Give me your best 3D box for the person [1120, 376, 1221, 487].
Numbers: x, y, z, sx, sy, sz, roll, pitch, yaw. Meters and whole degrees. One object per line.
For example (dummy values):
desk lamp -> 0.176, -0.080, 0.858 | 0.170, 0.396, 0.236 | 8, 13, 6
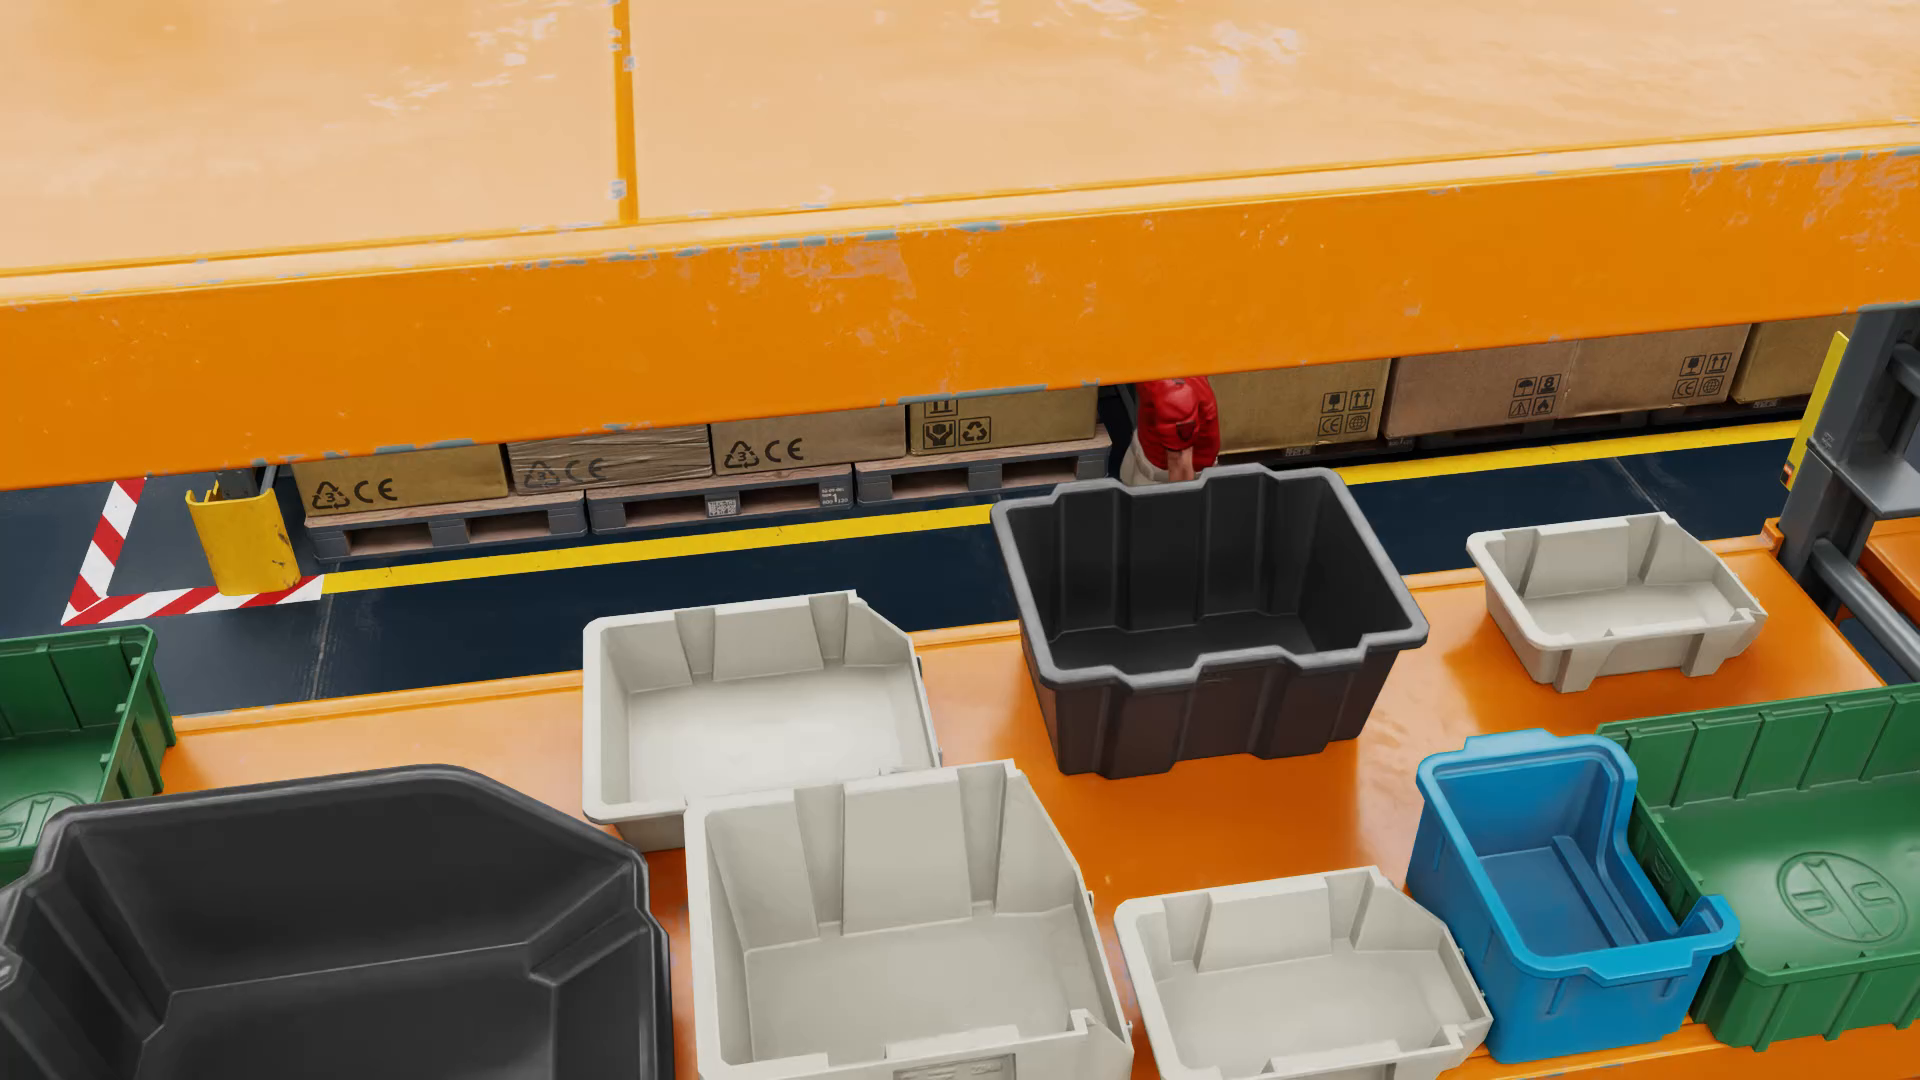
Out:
person -> 0.810, -0.227, 6.469 | 0.358, 1.717, 0.534 | -6, 39, -7
